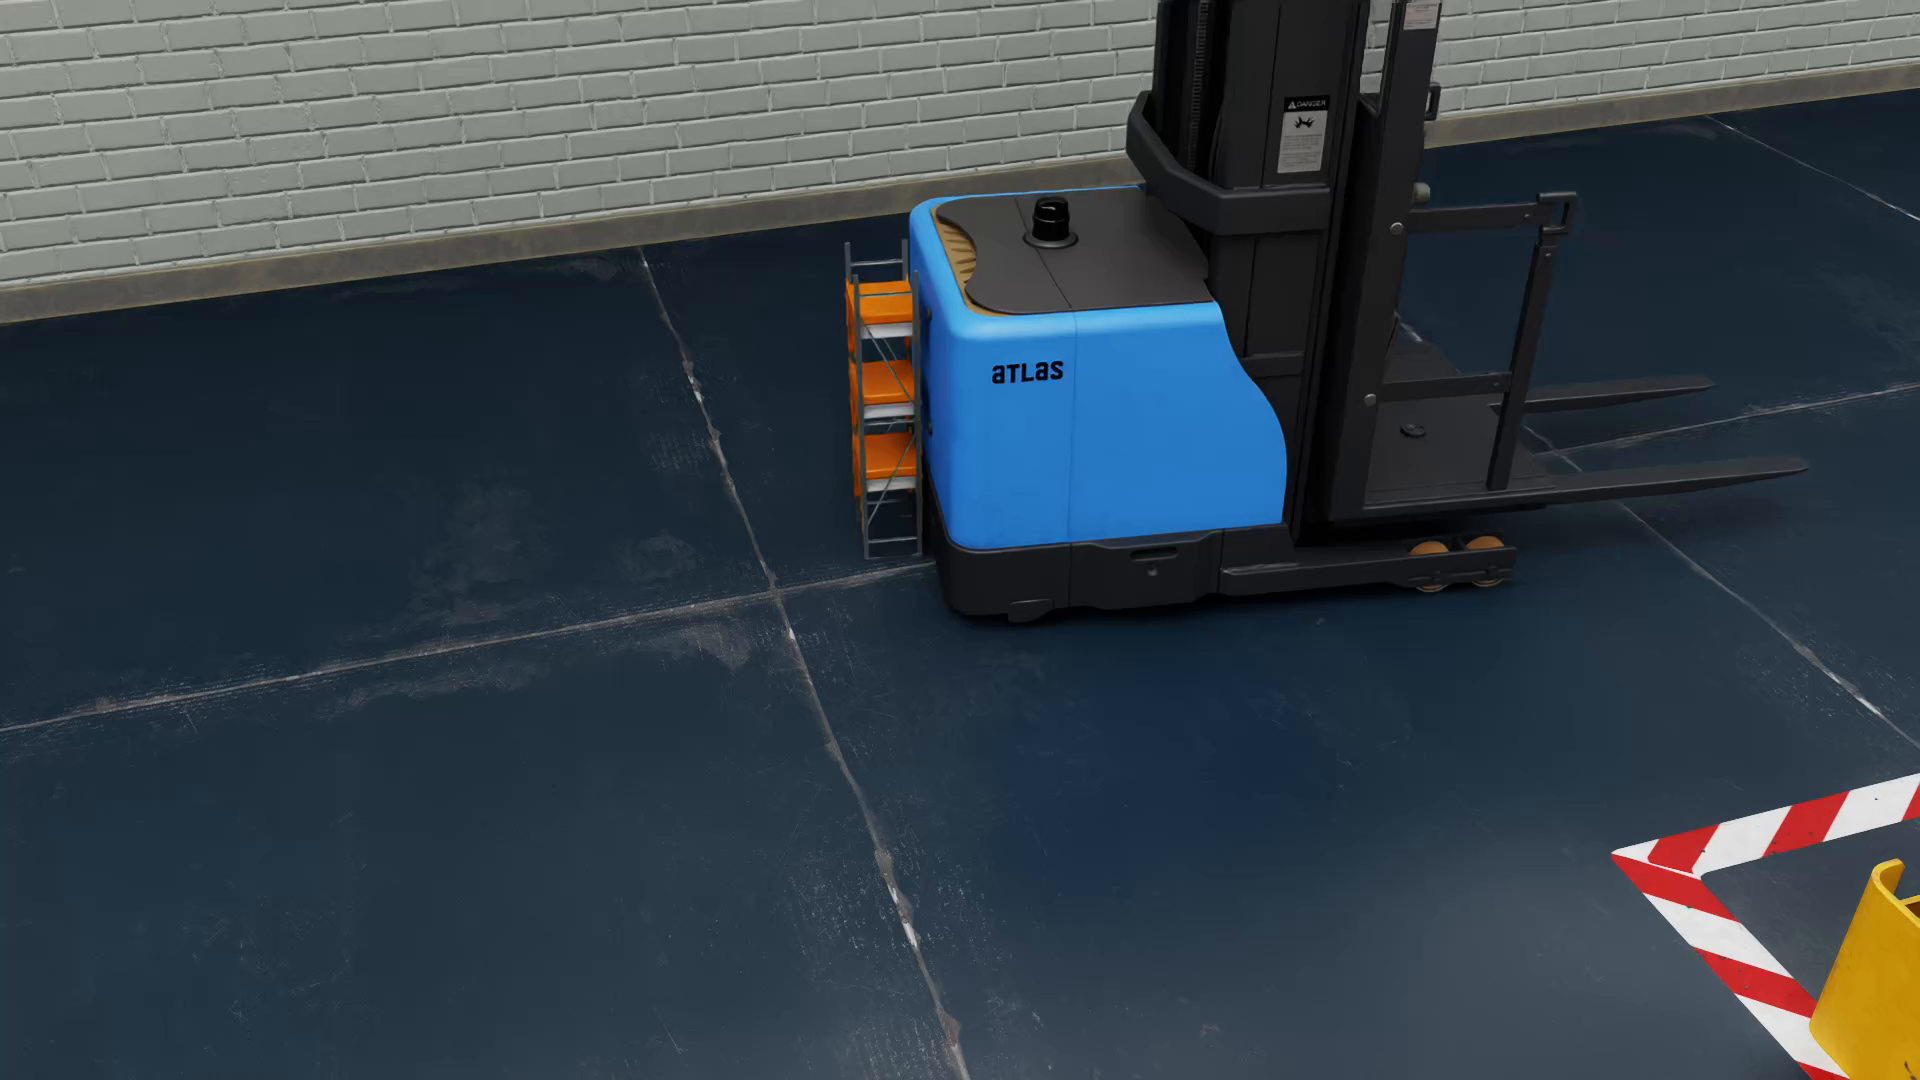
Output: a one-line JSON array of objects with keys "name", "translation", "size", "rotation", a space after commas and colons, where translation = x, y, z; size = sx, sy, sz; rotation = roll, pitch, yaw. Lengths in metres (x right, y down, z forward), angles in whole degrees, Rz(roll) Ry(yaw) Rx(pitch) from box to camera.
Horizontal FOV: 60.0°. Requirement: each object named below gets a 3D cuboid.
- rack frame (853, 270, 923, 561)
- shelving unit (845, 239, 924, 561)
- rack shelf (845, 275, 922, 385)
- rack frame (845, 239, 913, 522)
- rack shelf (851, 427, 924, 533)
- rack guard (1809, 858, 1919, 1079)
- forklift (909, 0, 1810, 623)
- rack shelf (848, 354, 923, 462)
[{"name": "rack frame", "translation": [-0.227, -0.379, 5.370], "size": [0.200, 1.050, 0.008], "rotation": [-5, 34, -8]}, {"name": "shelving unit", "translation": [-0.247, -0.445, 5.471], "size": [0.215, 1.050, 0.252], "rotation": [-5, 34, -8]}, {"name": "rack shelf", "translation": [-0.247, -0.673, 5.320], "size": [0.215, 0.259, 0.240], "rotation": [-5, 34, -8]}, {"name": "rack frame", "translation": [-0.266, -0.511, 5.571], "size": [0.200, 1.050, 0.008], "rotation": [-5, 34, -8]}, {"name": "rack shelf", "translation": [-0.246, -0.204, 5.630], "size": [0.215, 0.259, 0.240], "rotation": [-5, 34, -8]}, {"name": "rack guard", "translation": [2.623, 0.939, 3.876], "size": [1.175, 0.500, 0.348], "rotation": [-10, 35, -15]}, {"name": "forklift", "translation": [1.383, -1.334, 5.110], "size": [3.031, 2.935, 1.130], "rotation": [-5, 34, -8]}, {"name": "rack shelf", "translation": [-0.247, -0.436, 5.477], "size": [0.215, 0.259, 0.240], "rotation": [-5, 34, -8]}]
